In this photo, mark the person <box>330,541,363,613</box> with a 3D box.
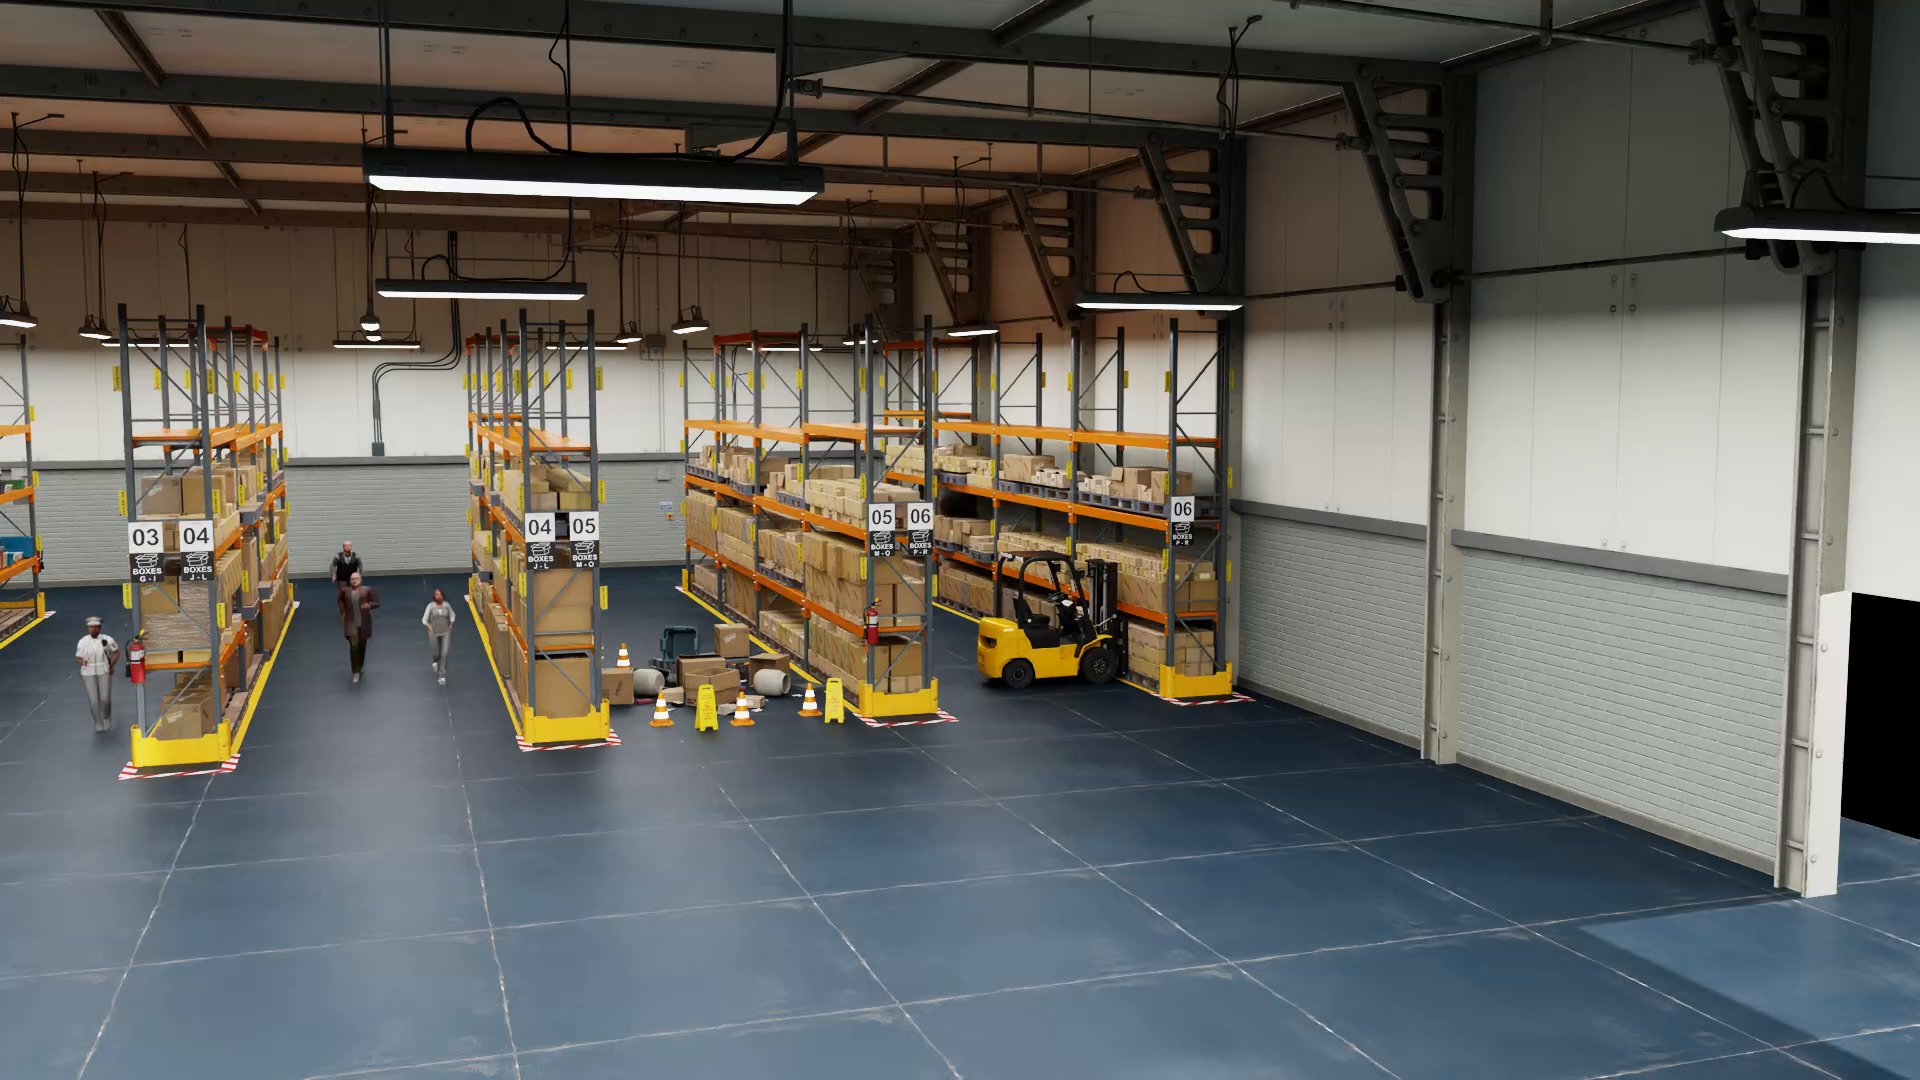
[{"bbox_3d":[-12.869,0.858,34.941,0.646,1.672,0.609,-3,6,-25],"label":"person"}]

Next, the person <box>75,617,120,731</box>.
[{"bbox_3d":[-12.279,1.924,23.683,0.562,1.663,0.580,-2,6,-22],"label":"person"}]

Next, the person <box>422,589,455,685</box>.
[{"bbox_3d":[-8.697,1.594,27.794,0.543,1.584,0.760,-2,6,-23],"label":"person"}]

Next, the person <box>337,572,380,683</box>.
[{"bbox_3d":[-10.155,1.456,28.125,0.673,1.839,0.913,-2,6,-21],"label":"person"}]
